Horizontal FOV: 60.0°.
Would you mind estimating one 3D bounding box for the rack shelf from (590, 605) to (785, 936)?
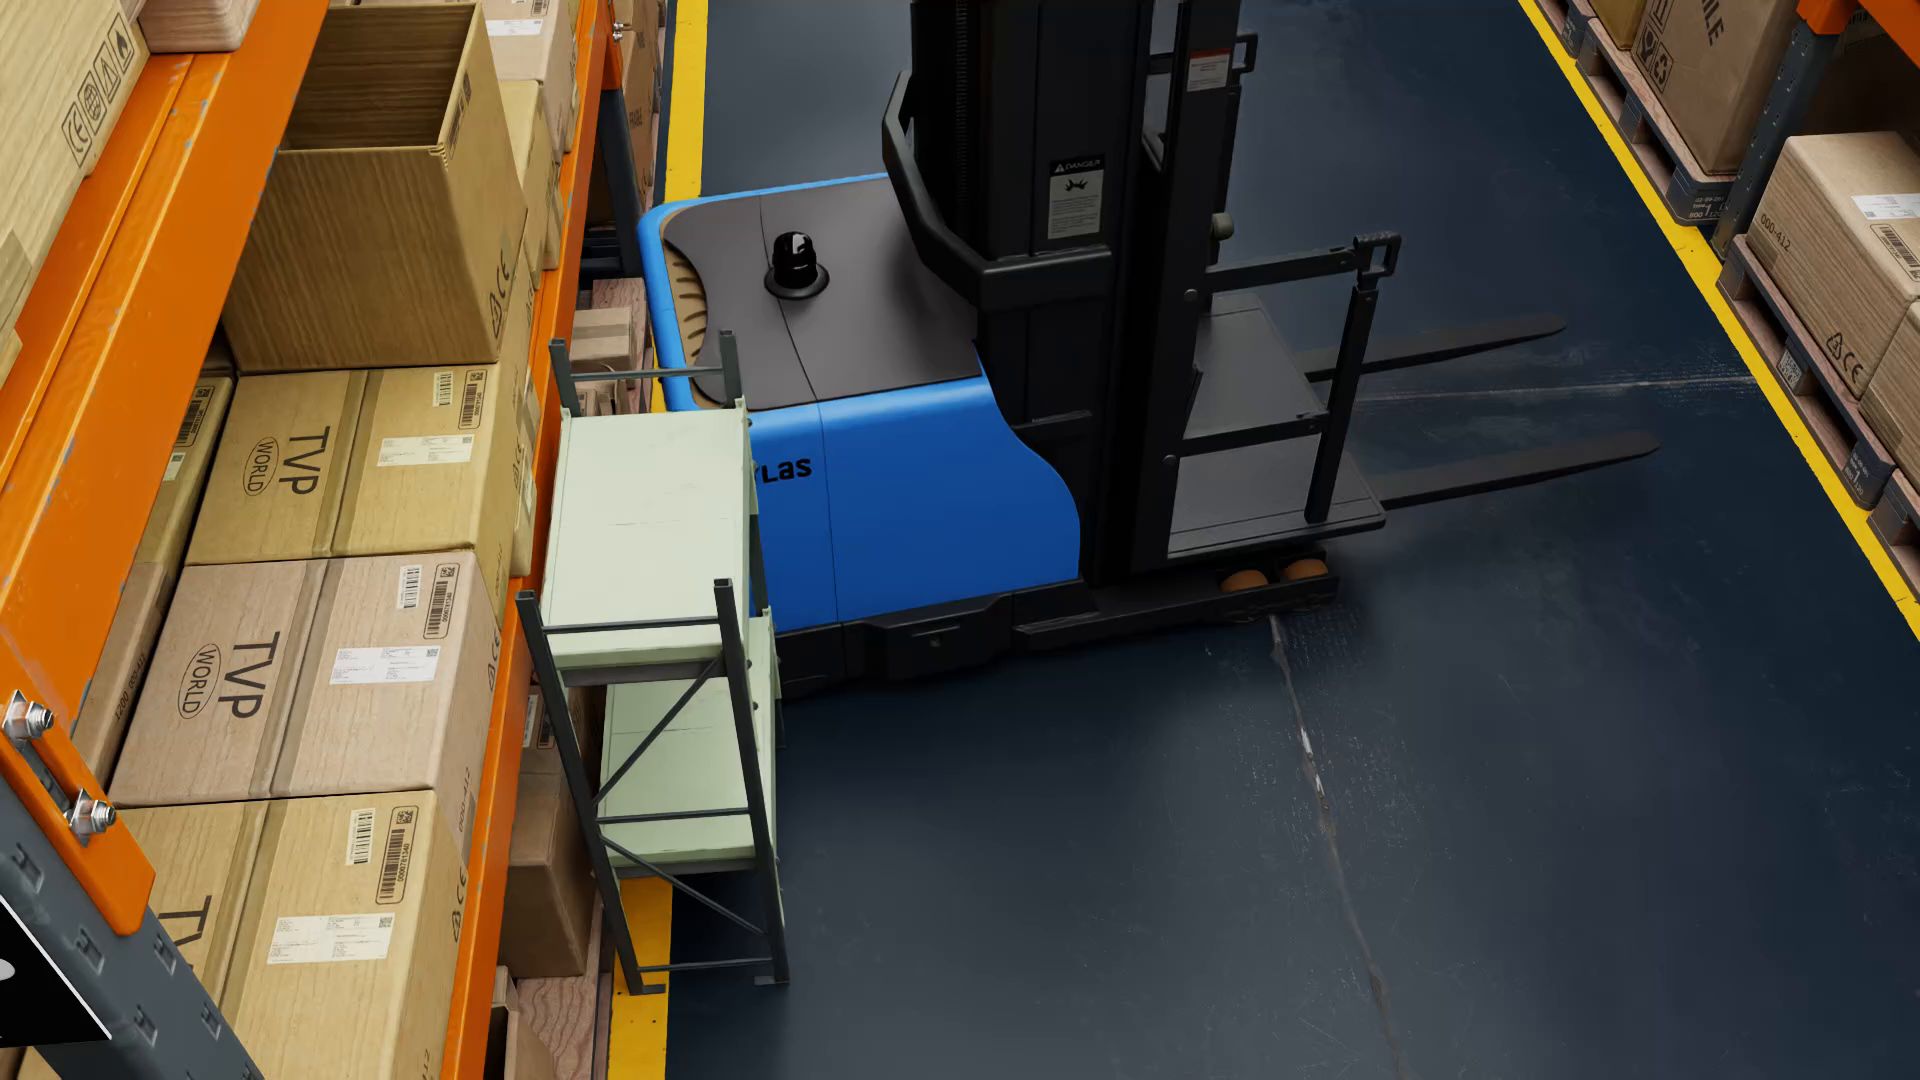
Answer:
[{"bbox_3d":[-0.659,0.566,4.130,0.431,0.370,0.720,-4,47,-3],"label":"rack shelf"}]

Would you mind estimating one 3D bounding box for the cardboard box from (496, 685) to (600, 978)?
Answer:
[{"bbox_3d":[-1.254,0.701,3.952,0.700,0.500,0.500,-2,47,-2],"label":"cardboard box"}]

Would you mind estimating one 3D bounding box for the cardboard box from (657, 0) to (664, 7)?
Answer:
[{"bbox_3d":[-1.544,-2.609,7.087,0.500,0.500,0.500,-5,47,-5],"label":"cardboard box"}]

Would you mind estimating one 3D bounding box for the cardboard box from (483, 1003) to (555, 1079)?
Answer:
[{"bbox_3d":[-1.221,1.321,3.363,0.797,0.503,0.637,-5,47,-5],"label":"cardboard box"}]

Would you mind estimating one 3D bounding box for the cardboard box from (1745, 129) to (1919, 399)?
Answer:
[{"bbox_3d":[3.292,-0.946,5.555,0.875,0.438,0.875,-4,47,-4],"label":"cardboard box"}]

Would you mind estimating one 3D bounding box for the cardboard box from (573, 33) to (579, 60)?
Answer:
[{"bbox_3d":[-1.277,-1.350,4.635,0.380,0.149,0.250,-2,47,-2],"label":"cardboard box"}]

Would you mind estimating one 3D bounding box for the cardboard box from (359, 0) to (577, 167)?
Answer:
[{"bbox_3d":[-1.257,-1.174,4.194,0.500,0.250,0.500,-3,47,-3],"label":"cardboard box"}]

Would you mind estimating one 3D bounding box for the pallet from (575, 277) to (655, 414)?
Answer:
[{"bbox_3d":[-1.543,-0.383,5.467,1.003,0.211,1.213,-3,47,-3],"label":"pallet"}]

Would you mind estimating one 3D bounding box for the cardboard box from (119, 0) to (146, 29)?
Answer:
[{"bbox_3d":[-1.092,-0.731,1.709,0.500,0.250,0.500,-3,47,-3],"label":"cardboard box"}]

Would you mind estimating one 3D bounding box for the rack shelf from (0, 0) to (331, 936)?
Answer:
[{"bbox_3d":[-1.432,-1.176,2.727,1.077,0.370,4.000,-3,47,-3],"label":"rack shelf"}]

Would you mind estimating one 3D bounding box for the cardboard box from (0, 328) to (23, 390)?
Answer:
[{"bbox_3d":[-1.059,-0.134,1.418,0.380,0.149,0.250,-3,47,-2],"label":"cardboard box"}]

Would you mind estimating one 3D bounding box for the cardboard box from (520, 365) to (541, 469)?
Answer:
[{"bbox_3d":[-1.119,-0.237,3.582,0.380,0.149,0.250,-3,47,-2],"label":"cardboard box"}]

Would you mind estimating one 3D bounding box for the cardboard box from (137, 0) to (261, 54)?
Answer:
[{"bbox_3d":[-1.030,-0.696,1.950,0.380,0.149,0.250,-3,47,-2],"label":"cardboard box"}]

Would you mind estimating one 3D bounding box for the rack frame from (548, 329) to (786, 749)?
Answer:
[{"bbox_3d":[-0.690,0.077,4.144,0.400,1.500,0.023,-4,47,-3],"label":"rack frame"}]

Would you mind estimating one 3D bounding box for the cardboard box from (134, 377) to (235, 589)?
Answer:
[{"bbox_3d":[-1.646,-0.044,3.124,0.500,0.250,0.500,-2,47,-2],"label":"cardboard box"}]

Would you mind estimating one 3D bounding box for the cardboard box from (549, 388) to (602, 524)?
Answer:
[{"bbox_3d":[-1.341,-0.050,4.663,0.700,0.500,0.500,-5,47,-5],"label":"cardboard box"}]

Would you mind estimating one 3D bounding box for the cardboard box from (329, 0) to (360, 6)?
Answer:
[{"bbox_3d":[-1.778,-1.152,4.174,0.500,0.250,0.500,-4,47,-4],"label":"cardboard box"}]

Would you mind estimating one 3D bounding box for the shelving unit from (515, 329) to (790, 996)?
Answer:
[{"bbox_3d":[-0.659,0.342,3.893,0.431,1.500,0.755,-4,47,-3],"label":"shelving unit"}]

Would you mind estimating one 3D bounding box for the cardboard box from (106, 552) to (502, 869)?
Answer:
[{"bbox_3d":[-1.076,0.295,2.803,0.500,0.250,0.500,-3,47,-3],"label":"cardboard box"}]

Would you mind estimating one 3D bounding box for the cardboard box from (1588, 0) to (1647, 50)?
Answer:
[{"bbox_3d":[3.132,-2.654,6.871,0.875,0.875,0.875,-2,47,-2],"label":"cardboard box"}]

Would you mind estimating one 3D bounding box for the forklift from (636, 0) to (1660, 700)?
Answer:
[{"bbox_3d":[0.653,-1.124,4.295,3.031,2.935,1.130,-10,47,-9],"label":"forklift"}]

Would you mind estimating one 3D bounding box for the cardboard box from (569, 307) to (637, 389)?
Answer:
[{"bbox_3d":[-1.260,-0.617,5.443,0.380,0.149,0.250,-5,47,-4],"label":"cardboard box"}]

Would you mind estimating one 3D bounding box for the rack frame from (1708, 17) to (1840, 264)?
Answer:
[{"bbox_3d":[3.347,-2.143,5.214,1.000,3.000,0.127,-3,47,-3],"label":"rack frame"}]

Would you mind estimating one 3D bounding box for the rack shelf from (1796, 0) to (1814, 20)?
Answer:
[{"bbox_3d":[3.179,-3.343,6.845,1.077,0.370,4.000,-3,47,-3],"label":"rack shelf"}]

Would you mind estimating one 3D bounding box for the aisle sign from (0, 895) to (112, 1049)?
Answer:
[{"bbox_3d":[-0.966,0.193,1.211,0.394,0.787,0.004,-3,47,-3],"label":"aisle sign"}]

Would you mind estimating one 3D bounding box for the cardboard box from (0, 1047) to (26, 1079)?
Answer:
[{"bbox_3d":[-1.567,0.688,2.431,0.500,0.250,0.500,-2,47,-2],"label":"cardboard box"}]

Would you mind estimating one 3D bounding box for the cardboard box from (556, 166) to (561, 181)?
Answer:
[{"bbox_3d":[-1.237,-0.972,4.277,0.380,0.149,0.250,-2,47,-2],"label":"cardboard box"}]

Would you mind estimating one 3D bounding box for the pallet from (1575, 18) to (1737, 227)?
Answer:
[{"bbox_3d":[3.207,-1.738,6.750,1.003,0.211,1.213,-3,47,-3],"label":"pallet"}]

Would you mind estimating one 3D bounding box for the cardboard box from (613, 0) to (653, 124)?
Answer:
[{"bbox_3d":[-1.470,-1.872,6.389,0.500,0.500,0.500,-4,47,-4],"label":"cardboard box"}]

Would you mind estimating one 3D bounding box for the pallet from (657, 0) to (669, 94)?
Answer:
[{"bbox_3d":[-1.810,-2.351,7.331,1.003,0.211,1.213,-3,47,-3],"label":"pallet"}]

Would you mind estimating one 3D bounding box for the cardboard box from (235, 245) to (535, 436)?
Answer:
[{"bbox_3d":[-1.186,-0.440,3.499,0.500,0.250,0.500,-5,47,-4],"label":"cardboard box"}]

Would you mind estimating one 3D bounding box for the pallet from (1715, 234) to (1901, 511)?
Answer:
[{"bbox_3d":[3.332,-0.629,5.701,1.003,0.211,1.213,-3,47,-3],"label":"pallet"}]
